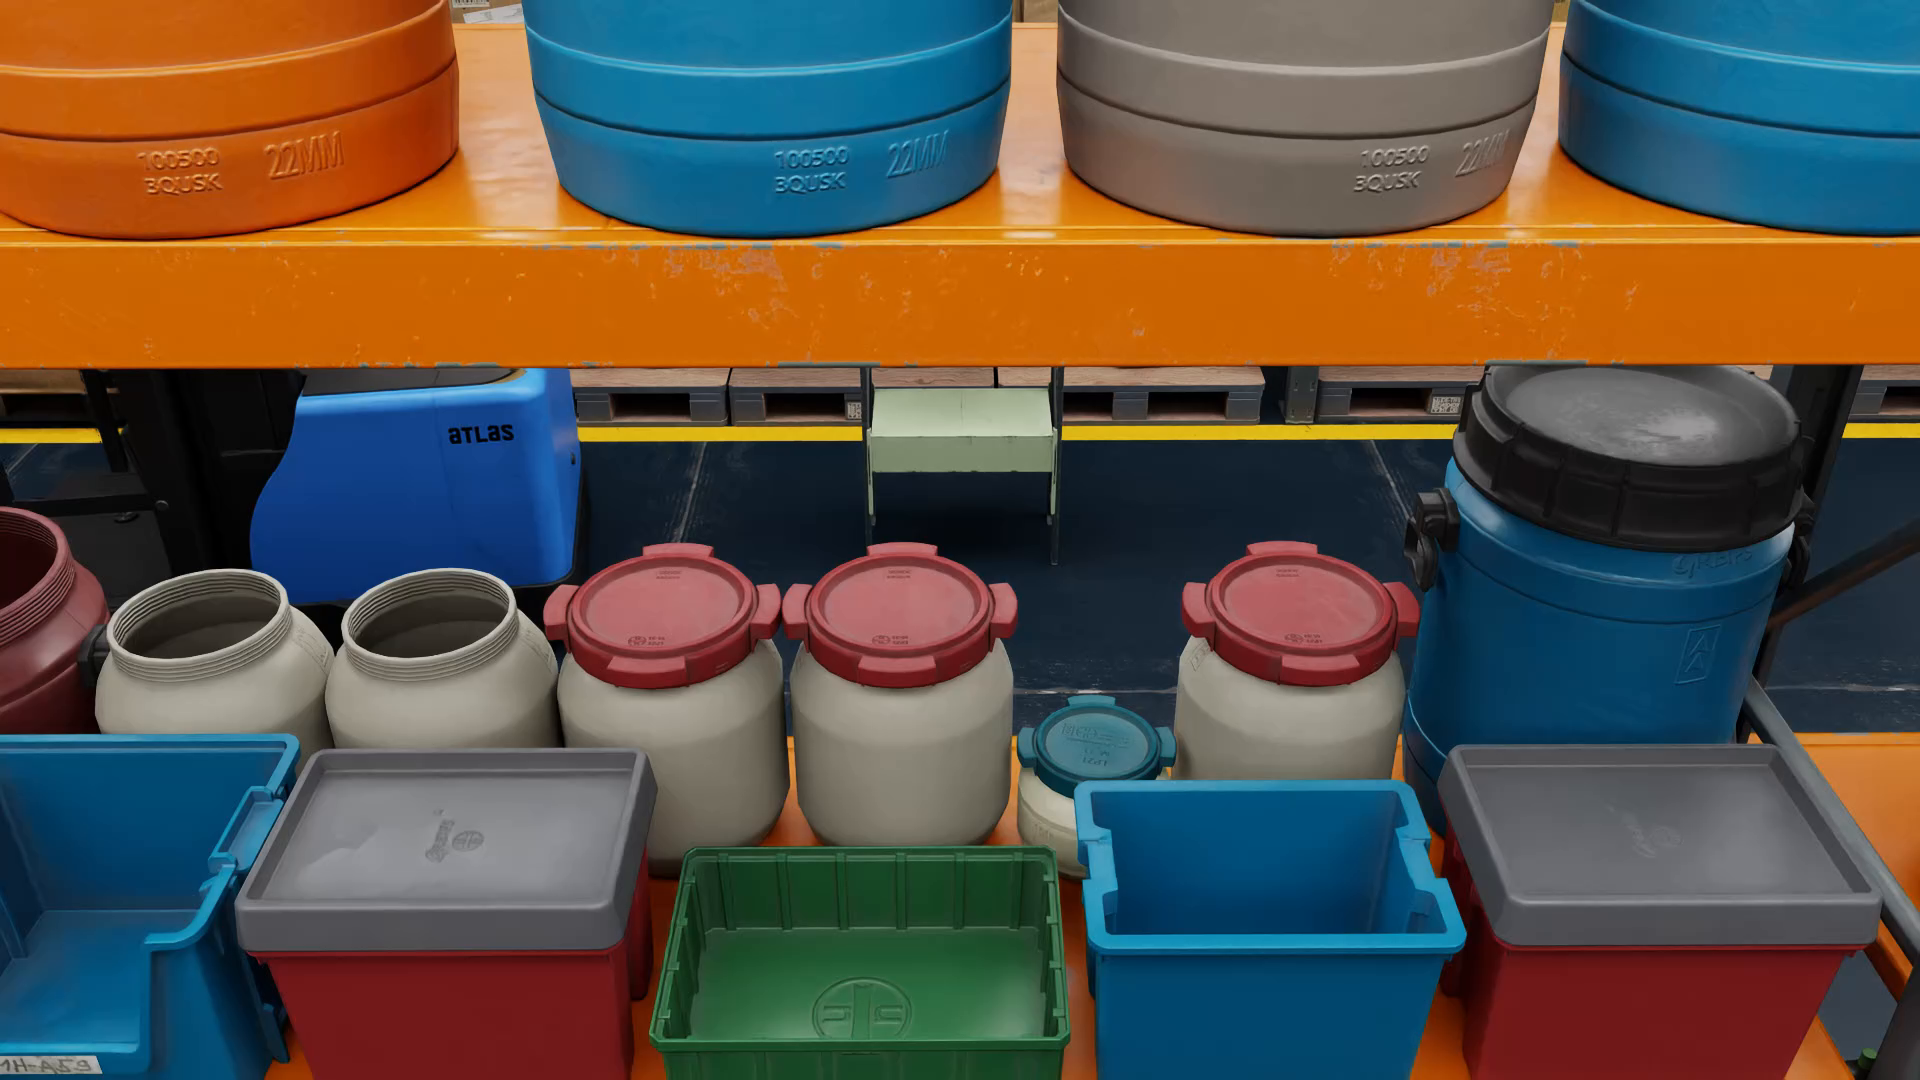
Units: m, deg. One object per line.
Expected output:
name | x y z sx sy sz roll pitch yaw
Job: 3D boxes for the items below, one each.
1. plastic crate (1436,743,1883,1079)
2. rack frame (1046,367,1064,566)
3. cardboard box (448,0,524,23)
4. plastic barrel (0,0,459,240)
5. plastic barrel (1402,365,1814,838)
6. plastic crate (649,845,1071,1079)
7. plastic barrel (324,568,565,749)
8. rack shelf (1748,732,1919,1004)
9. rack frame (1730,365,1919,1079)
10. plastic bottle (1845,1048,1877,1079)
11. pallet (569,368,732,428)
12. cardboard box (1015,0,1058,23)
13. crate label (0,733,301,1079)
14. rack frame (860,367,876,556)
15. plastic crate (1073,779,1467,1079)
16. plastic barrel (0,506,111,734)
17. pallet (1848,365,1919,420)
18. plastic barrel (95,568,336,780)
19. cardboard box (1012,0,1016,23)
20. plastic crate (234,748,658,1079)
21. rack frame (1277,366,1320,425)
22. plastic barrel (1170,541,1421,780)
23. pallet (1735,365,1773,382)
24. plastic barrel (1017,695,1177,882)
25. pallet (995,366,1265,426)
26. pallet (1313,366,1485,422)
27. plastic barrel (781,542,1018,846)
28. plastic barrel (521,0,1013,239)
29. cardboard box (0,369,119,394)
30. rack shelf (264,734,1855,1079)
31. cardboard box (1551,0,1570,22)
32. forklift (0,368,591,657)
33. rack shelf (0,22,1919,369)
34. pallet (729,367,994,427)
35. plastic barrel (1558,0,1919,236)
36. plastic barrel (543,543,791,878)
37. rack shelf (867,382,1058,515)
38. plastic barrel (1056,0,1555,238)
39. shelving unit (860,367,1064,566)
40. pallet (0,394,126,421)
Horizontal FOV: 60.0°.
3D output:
plastic crate | 1.099 0.635 2.750 0.583 0.464 0.402 0 31 0
rack frame | 0.373 -0.642 6.363 0.023 1.500 0.400 0 31 0
cardboard box | -1.908 -2.299 7.146 0.500 0.500 0.500 -4 31 -6
plastic barrel | -0.942 -0.843 1.942 0.708 0.830 0.600 0 31 0
plastic barrel | 1.193 0.132 3.157 0.708 0.901 0.600 0 31 0
plastic crate | -0.158 0.745 2.835 0.662 0.188 0.450 0 31 0
plastic barrel | -0.970 0.352 3.171 0.421 0.512 0.421 0 31 0
rack shelf | 3.582 0.804 3.227 4.000 0.370 1.077 0 31 0
rack frame | 1.582 0.501 3.033 0.053 2.616 0.949 0 31 0
plastic bottle | 2.061 1.303 3.905 0.133 0.283 0.061 1 31 2
pallet | -1.667 -0.864 7.970 1.213 0.211 1.003 0 31 0
cardboard box | 0.756 -2.573 7.116 1.000 1.000 1.000 0 31 0
crate label | -1.423 0.637 2.775 0.616 0.435 0.502 0 31 0
rack frame | -0.359 -0.640 6.359 0.023 1.500 0.400 0 31 0
plastic crate | 0.480 0.674 2.763 0.575 0.384 0.392 0 31 0
plastic barrel | -1.956 0.298 3.236 0.708 0.536 0.600 0 31 0
pallet | 4.663 -0.903 8.034 1.213 0.211 1.003 0 31 0
plastic barrel | -1.391 0.353 3.169 0.421 0.512 0.421 0 31 0
cardboard box | 0.038 -3.808 11.899 0.750 0.750 1.050 0 31 0
plastic crate | -0.801 0.641 2.740 0.583 0.464 0.402 0 31 0
rack frame | 1.552 -2.067 7.265 0.127 3.000 1.000 0 31 0
plastic barrel | 0.624 0.333 3.178 0.433 0.535 0.433 0 31 0
pallet | 3.446 -0.900 8.031 1.213 0.211 1.003 0 31 0
plastic barrel | 0.257 0.486 3.191 0.301 0.262 0.301 0 31 0
pallet | 0.773 -0.872 7.983 1.213 0.211 1.003 0 31 0
pallet | 2.223 -0.895 8.022 1.213 0.211 1.003 0 31 0
plastic barrel | -0.110 0.336 3.174 0.433 0.535 0.433 0 31 0
plastic barrel | -0.234 -0.876 1.927 0.708 0.901 0.600 0 31 0
cardboard box | -4.030 -1.335 7.703 0.875 0.875 1.225 0 31 0
rack shelf | -0.418 0.816 3.207 4.000 0.370 1.077 0 31 0
cardboard box | 2.502 -2.189 7.084 0.500 0.500 0.875 0 31 0
forklift | -2.946 -0.984 5.546 3.031 2.935 1.130 -5 32 -7
rack shelf | -0.418 -0.466 2.429 4.000 0.370 1.077 0 31 0
pallet | -0.450 -0.866 7.974 1.213 0.211 1.003 0 31 0
plastic barrel | 1.074 -0.880 1.934 0.708 0.901 0.600 0 31 0
plastic barrel | -0.543 0.337 3.172 0.433 0.535 0.433 0 31 0
rack shelf | 0.007 -0.363 6.530 0.720 0.370 0.431 0 31 0
plastic barrel | 0.420 -0.878 1.931 0.600 0.901 0.600 0 31 0
shelving unit | 0.007 -0.641 6.361 0.755 1.500 0.431 0 31 0
pallet | -4.454 -0.896 8.024 1.213 0.211 1.003 0 31 0
